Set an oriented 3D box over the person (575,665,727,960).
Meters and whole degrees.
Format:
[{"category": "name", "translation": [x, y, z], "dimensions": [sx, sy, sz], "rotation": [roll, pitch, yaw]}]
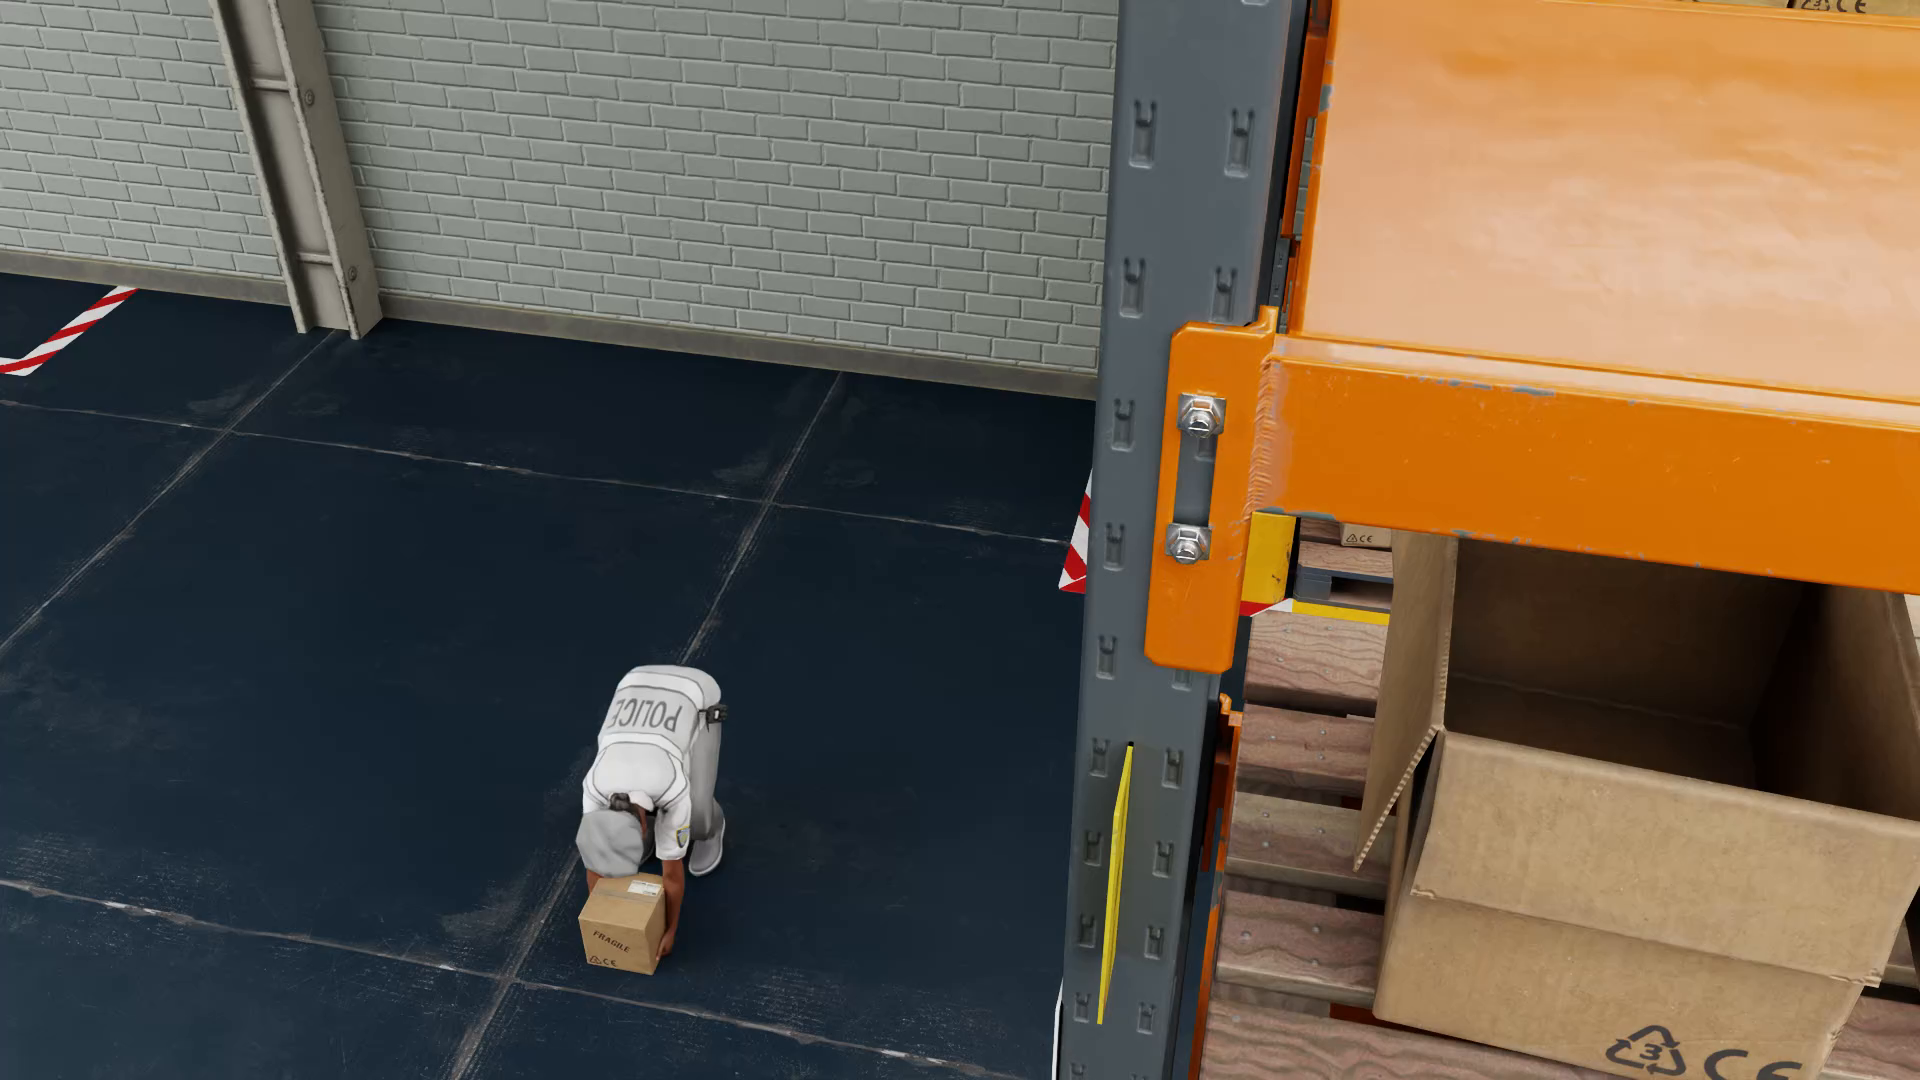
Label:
[{"category": "person", "translation": [-1.128, 0.975, 6.095], "dimensions": [0.469, 0.812, 0.922], "rotation": [6, 37, 8]}]
